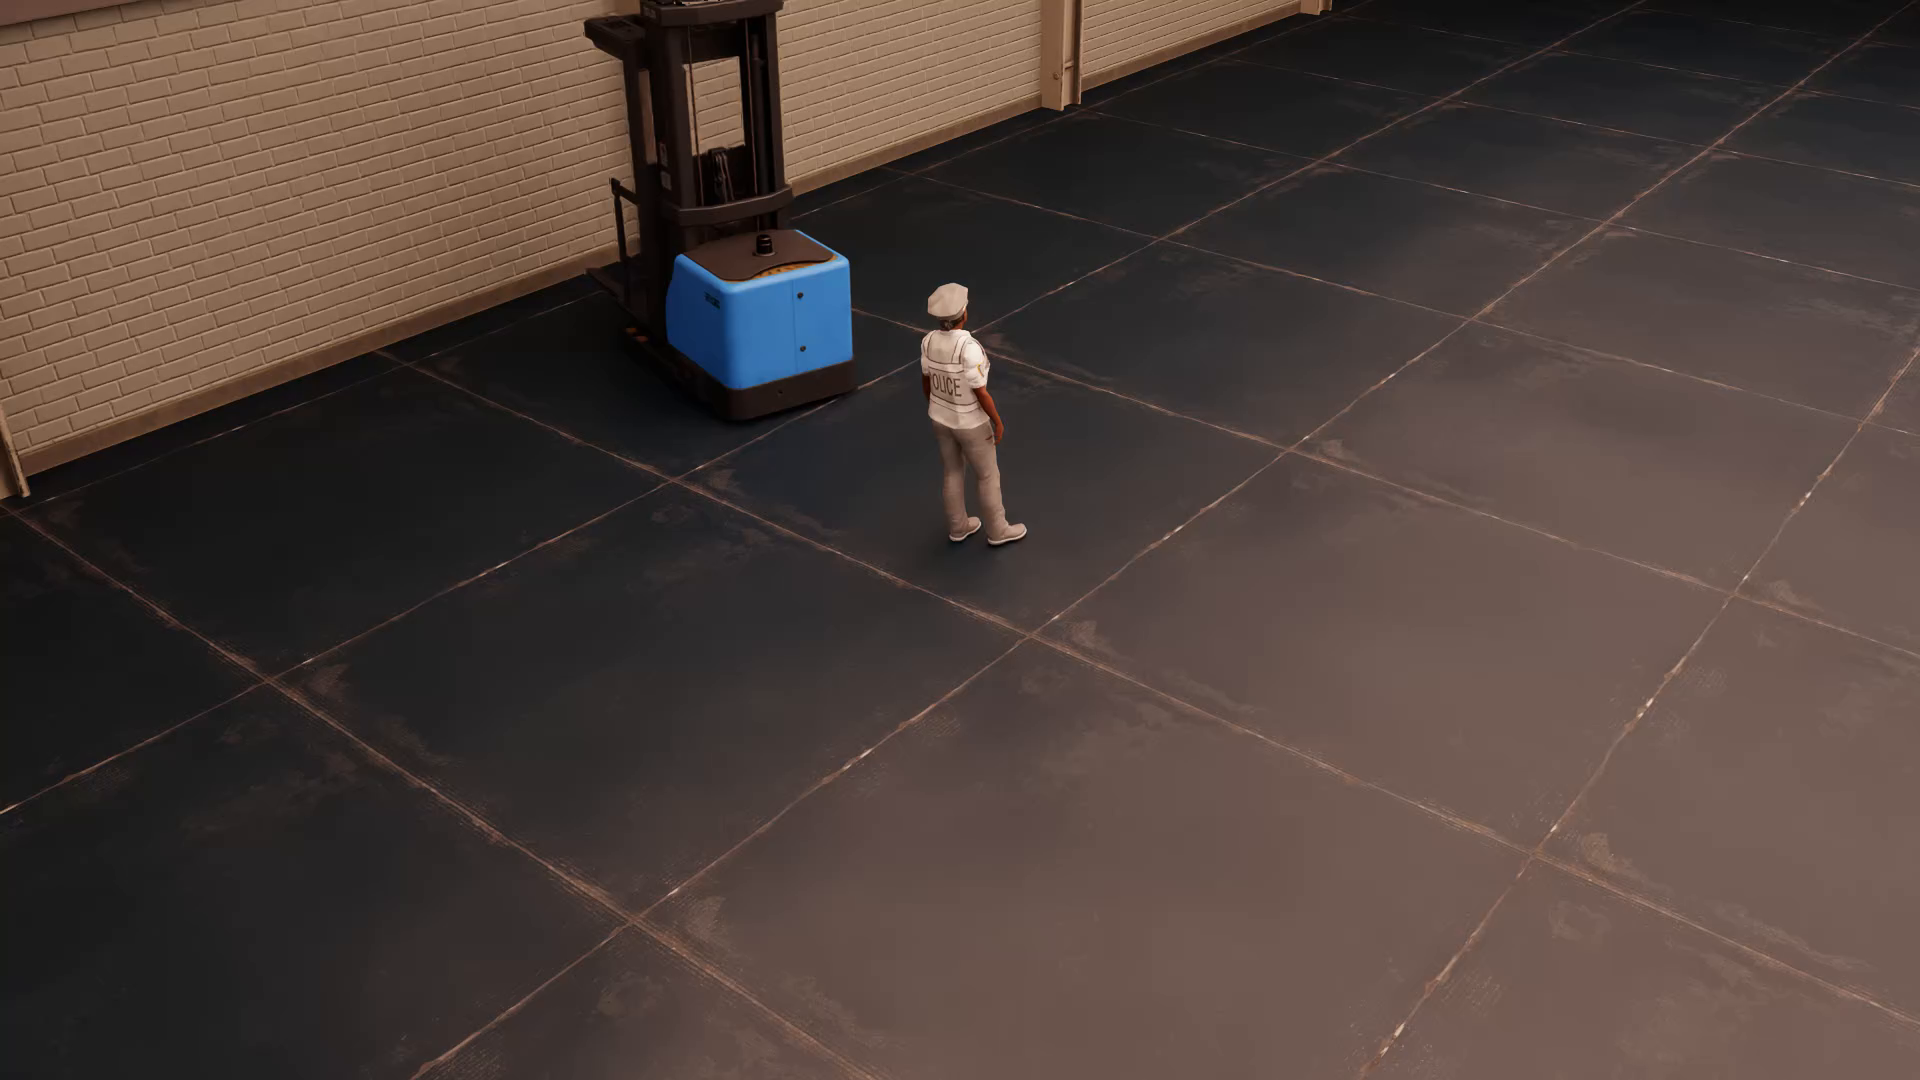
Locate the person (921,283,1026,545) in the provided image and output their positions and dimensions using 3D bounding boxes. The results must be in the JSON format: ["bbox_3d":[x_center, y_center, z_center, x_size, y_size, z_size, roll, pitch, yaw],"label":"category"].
[{"bbox_3d":[0.062,-0.762,10.109,0.570,1.697,0.528,22,37,33],"label":"person"}]

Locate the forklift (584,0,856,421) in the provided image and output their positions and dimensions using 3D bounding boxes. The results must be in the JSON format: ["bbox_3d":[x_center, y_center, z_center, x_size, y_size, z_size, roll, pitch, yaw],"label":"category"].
[{"bbox_3d":[-2.013,-2.810,12.404,1.130,2.935,3.031,-19,35,-29],"label":"forklift"}]
